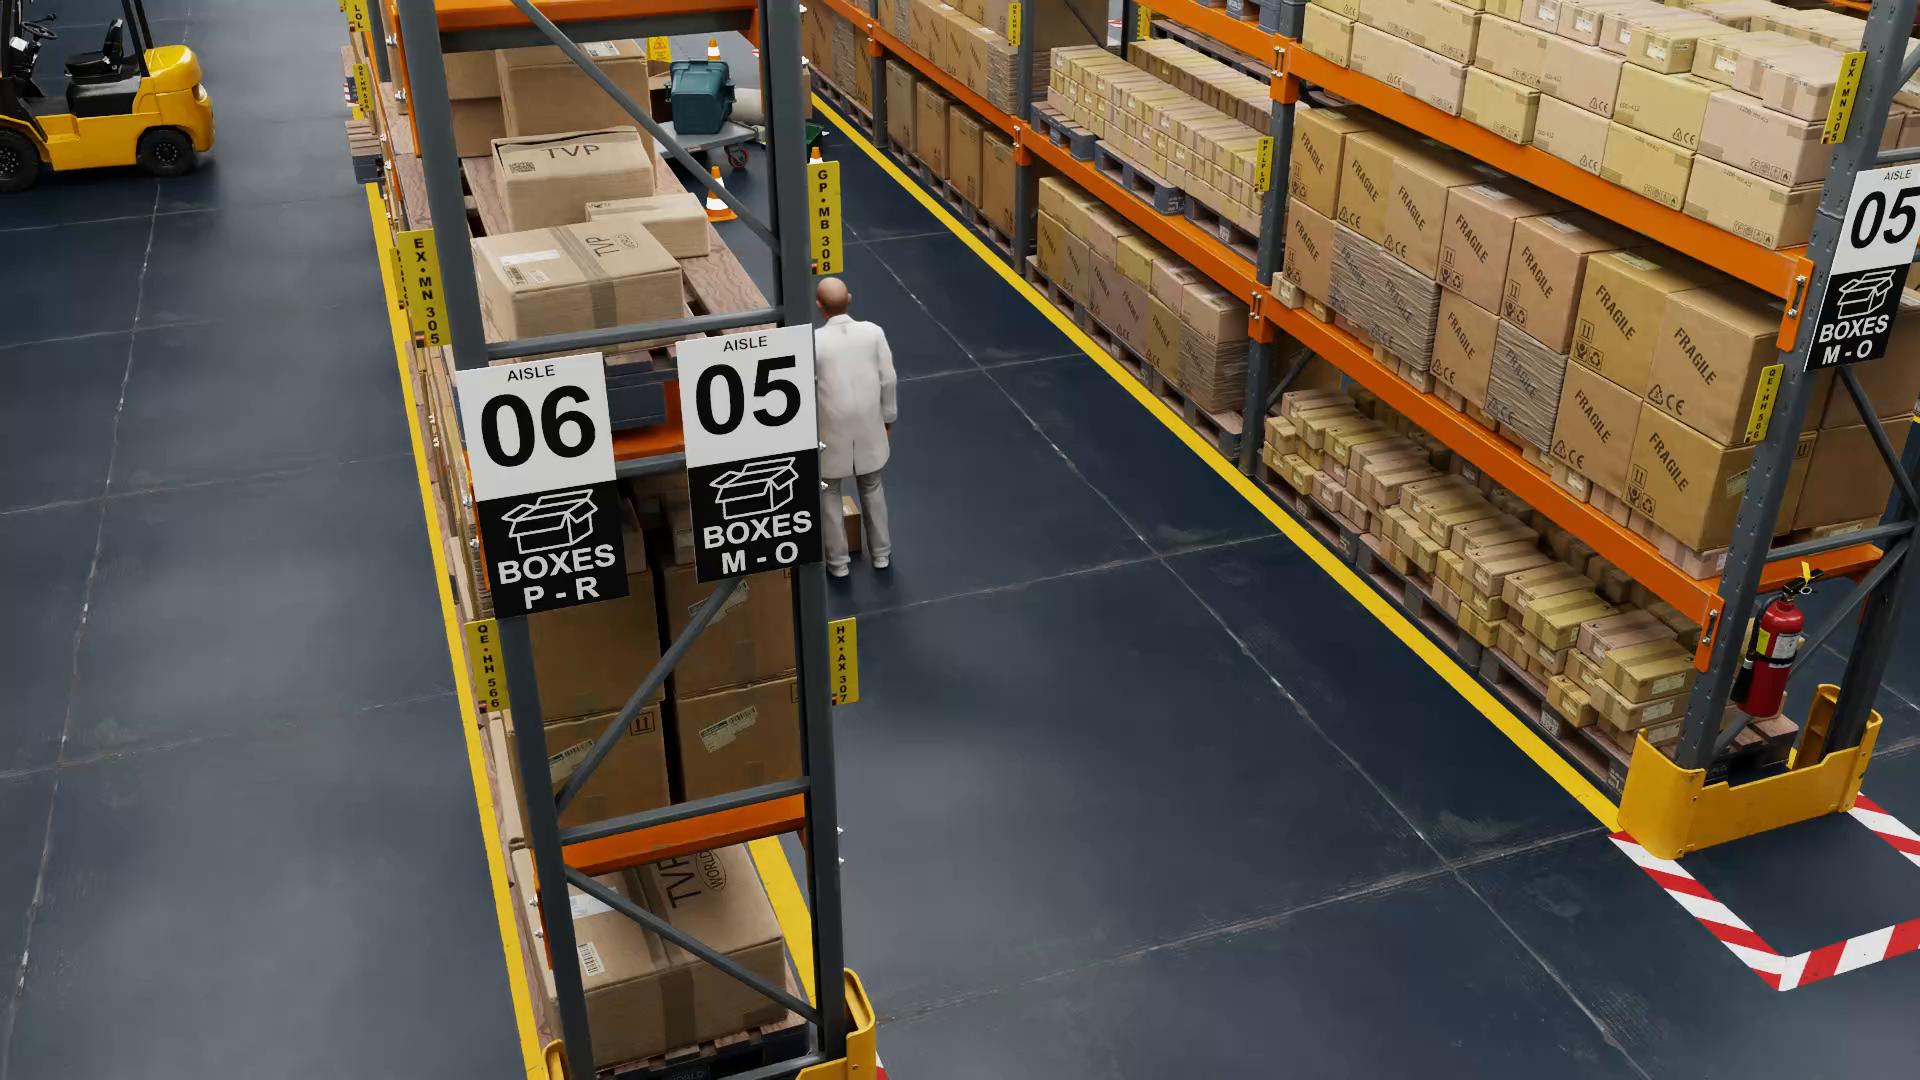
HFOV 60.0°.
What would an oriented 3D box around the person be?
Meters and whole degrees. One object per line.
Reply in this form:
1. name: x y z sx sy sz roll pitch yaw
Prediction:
1. person: -0.662 -0.637 9.495 0.654 1.774 0.415 -11 31 -19
